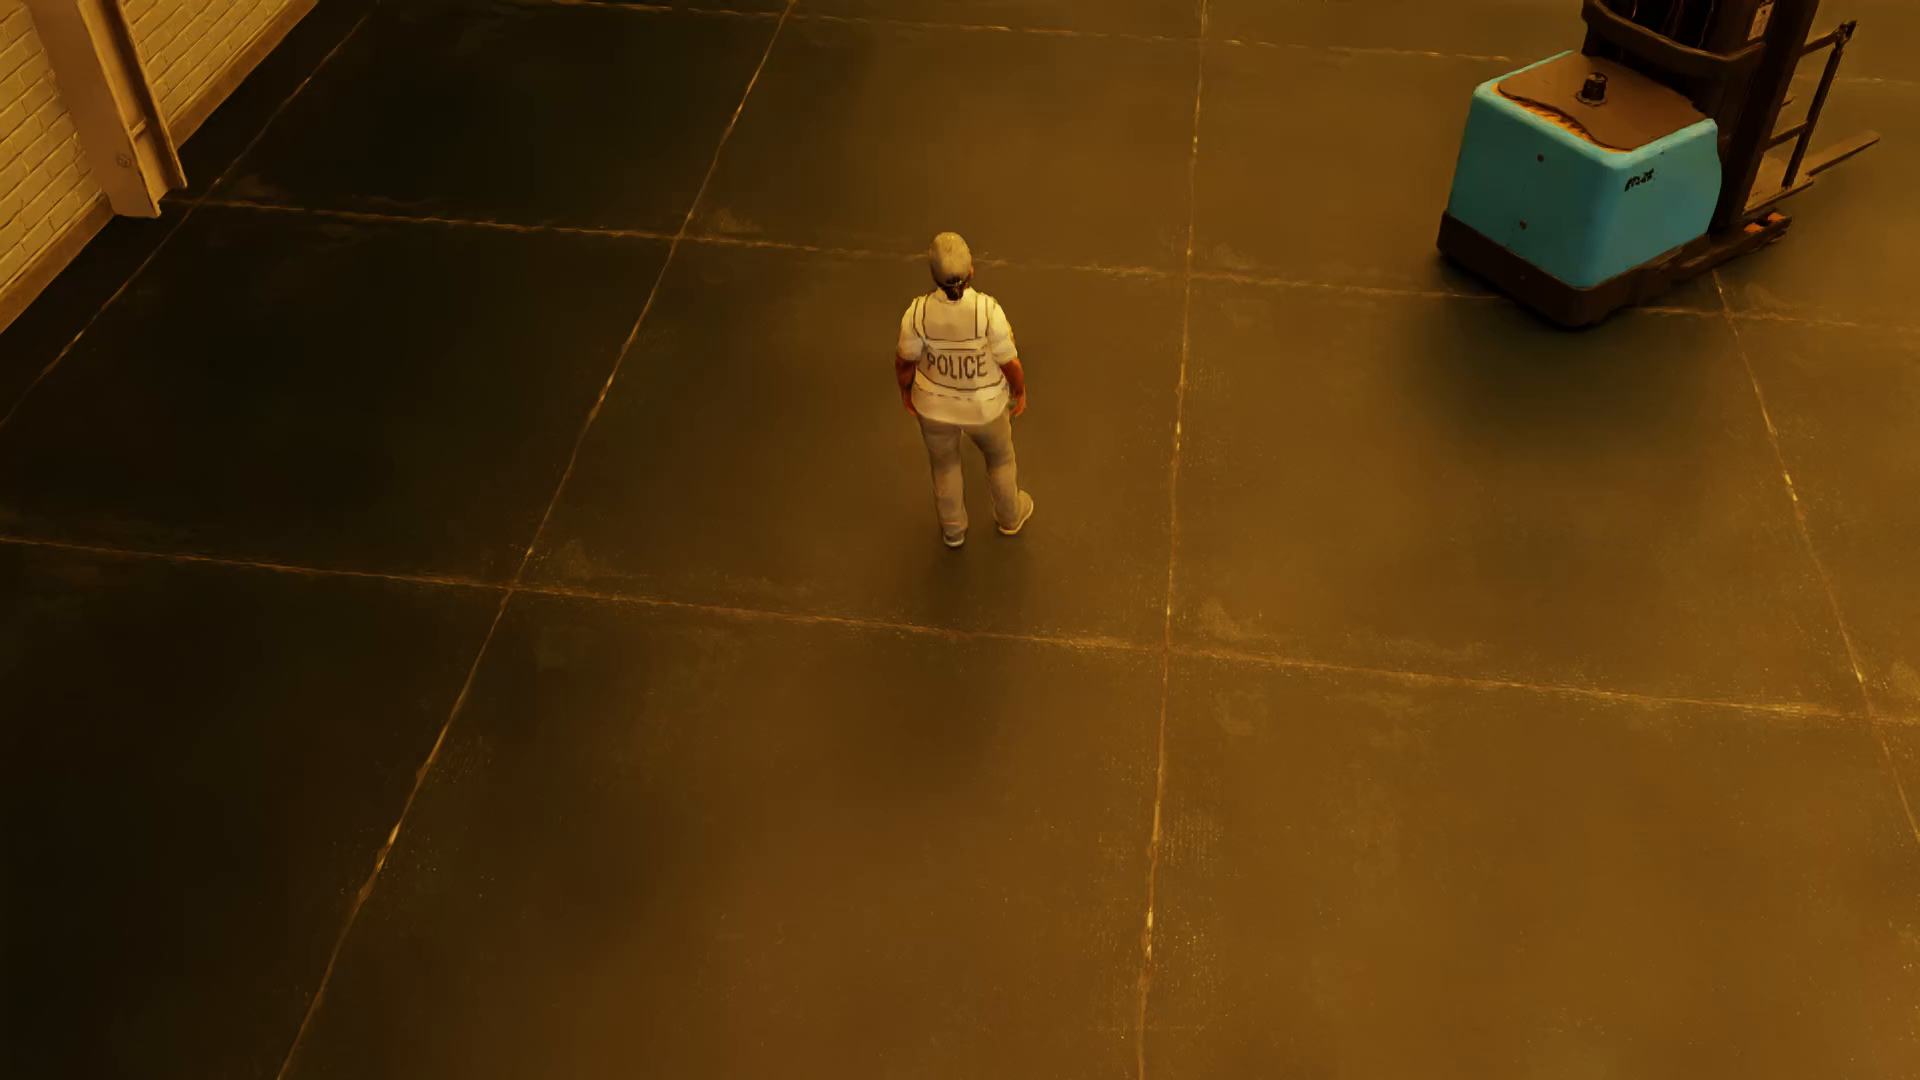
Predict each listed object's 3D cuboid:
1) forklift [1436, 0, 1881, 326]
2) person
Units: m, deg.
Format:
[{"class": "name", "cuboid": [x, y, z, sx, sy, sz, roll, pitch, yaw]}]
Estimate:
[{"class": "forklift", "cuboid": [4.266, -3.033, 9.026, 3.031, 2.935, 1.130, -25, 48, -25]}, {"class": "person", "cuboid": [0.033, -0.668, 7.376, 0.598, 1.669, 0.529, 5, 43, 6]}]
